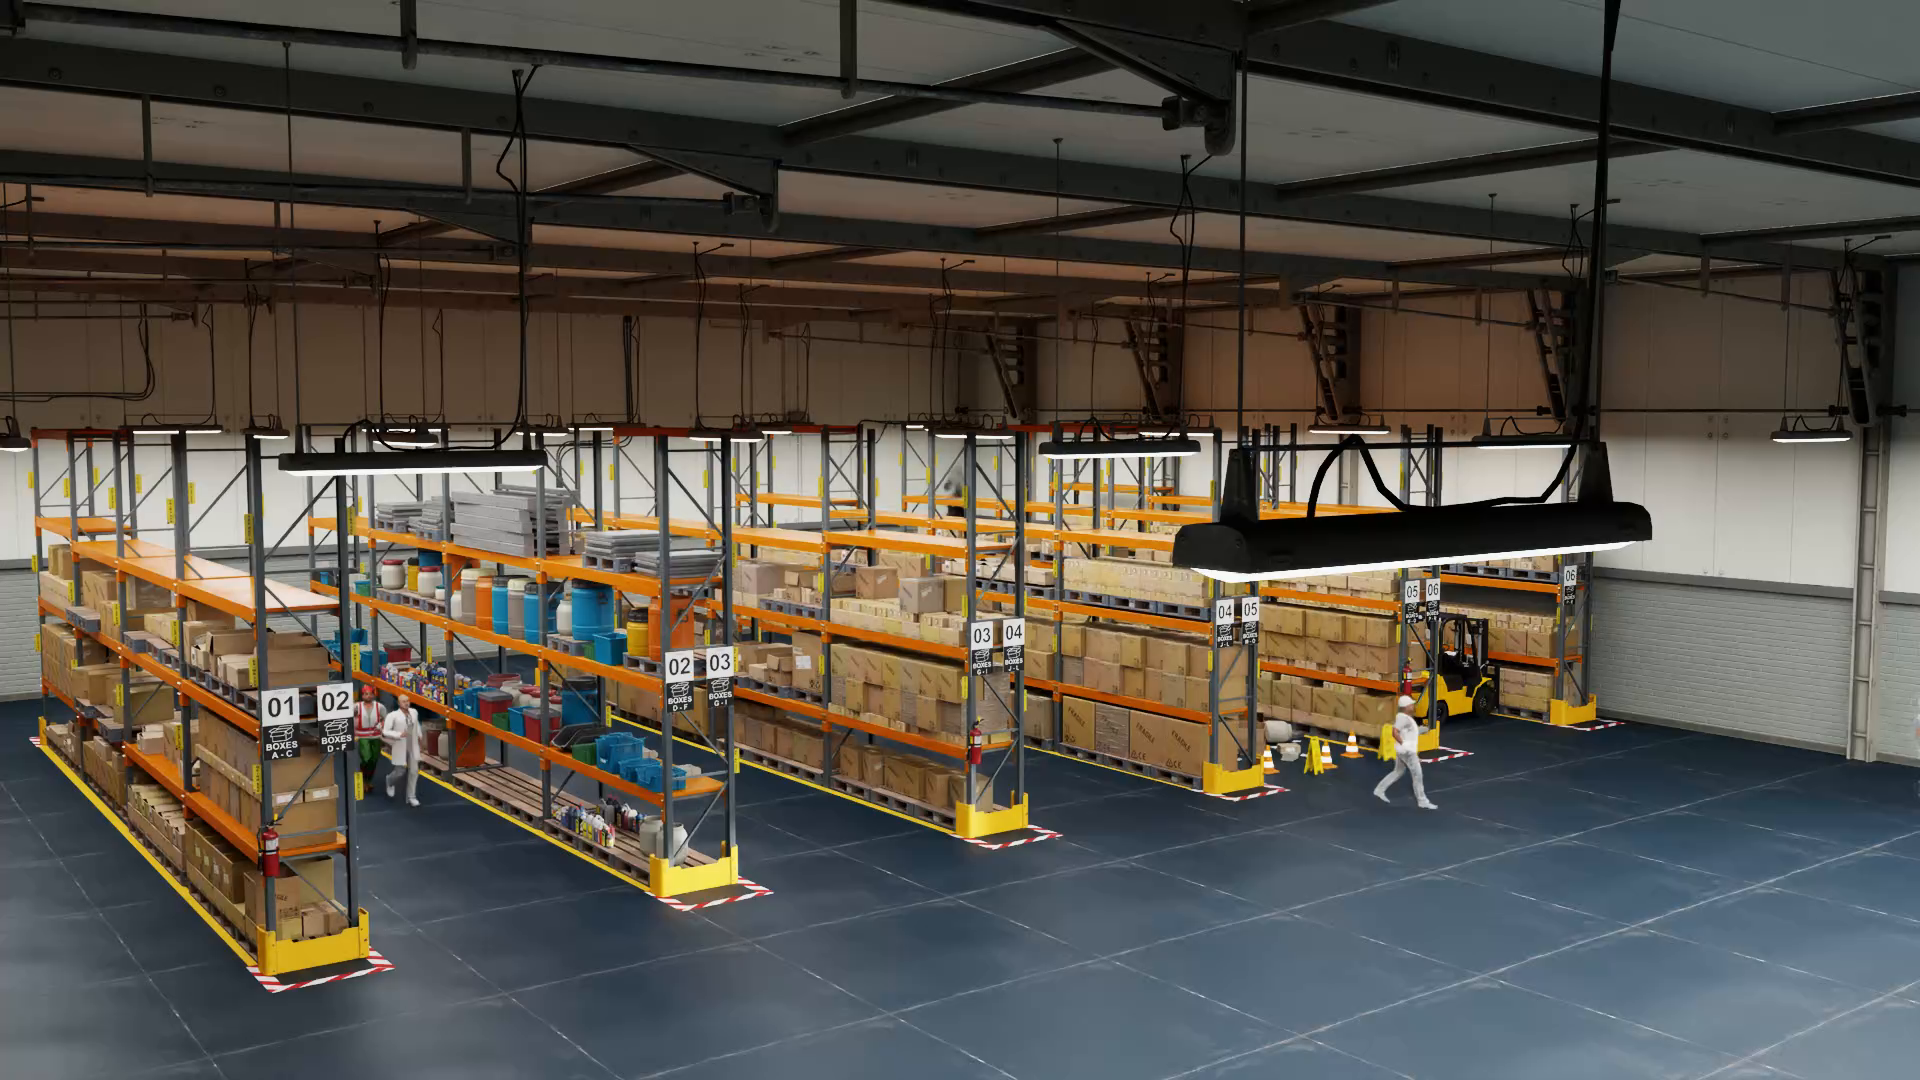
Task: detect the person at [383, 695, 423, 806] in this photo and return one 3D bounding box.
[{"bbox_3d":[-8.913,3.349,26.670,0.839,1.753,0.716,4,6,44],"label":"person"}]

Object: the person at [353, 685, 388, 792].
[{"bbox_3d":[-9.748,3.278,27.460,0.637,1.757,0.662,-3,5,-32],"label":"person"}]

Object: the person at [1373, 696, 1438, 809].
[{"bbox_3d":[7.055,3.345,26.290,0.988,1.776,0.680,0,4,3],"label":"person"}]
